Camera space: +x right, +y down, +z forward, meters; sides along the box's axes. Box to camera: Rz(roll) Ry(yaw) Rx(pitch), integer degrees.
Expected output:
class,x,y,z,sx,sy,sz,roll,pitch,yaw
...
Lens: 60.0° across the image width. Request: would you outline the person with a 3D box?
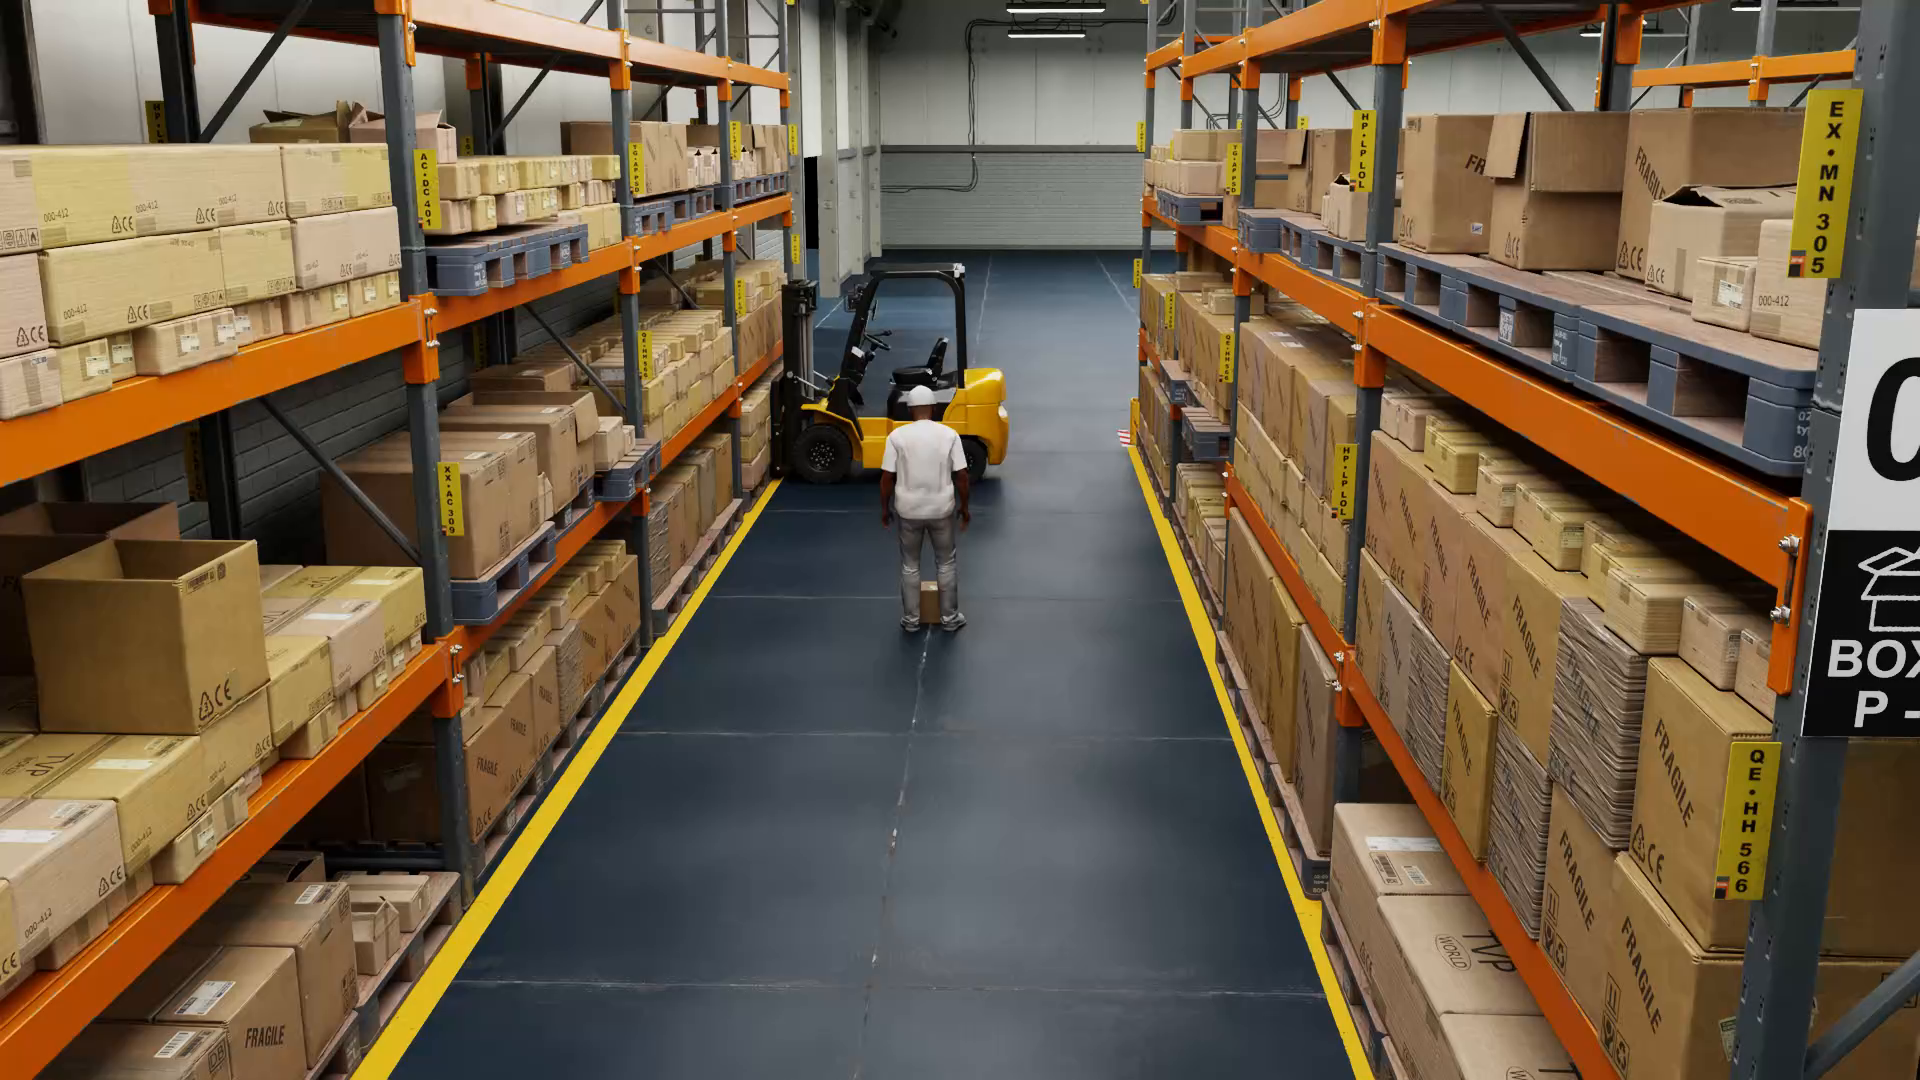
class,x,y,z,sx,sy,sz,roll,pitch,yaw
person,-0.246,-0.219,11.859,0.638,1.757,0.459,0,14,0
